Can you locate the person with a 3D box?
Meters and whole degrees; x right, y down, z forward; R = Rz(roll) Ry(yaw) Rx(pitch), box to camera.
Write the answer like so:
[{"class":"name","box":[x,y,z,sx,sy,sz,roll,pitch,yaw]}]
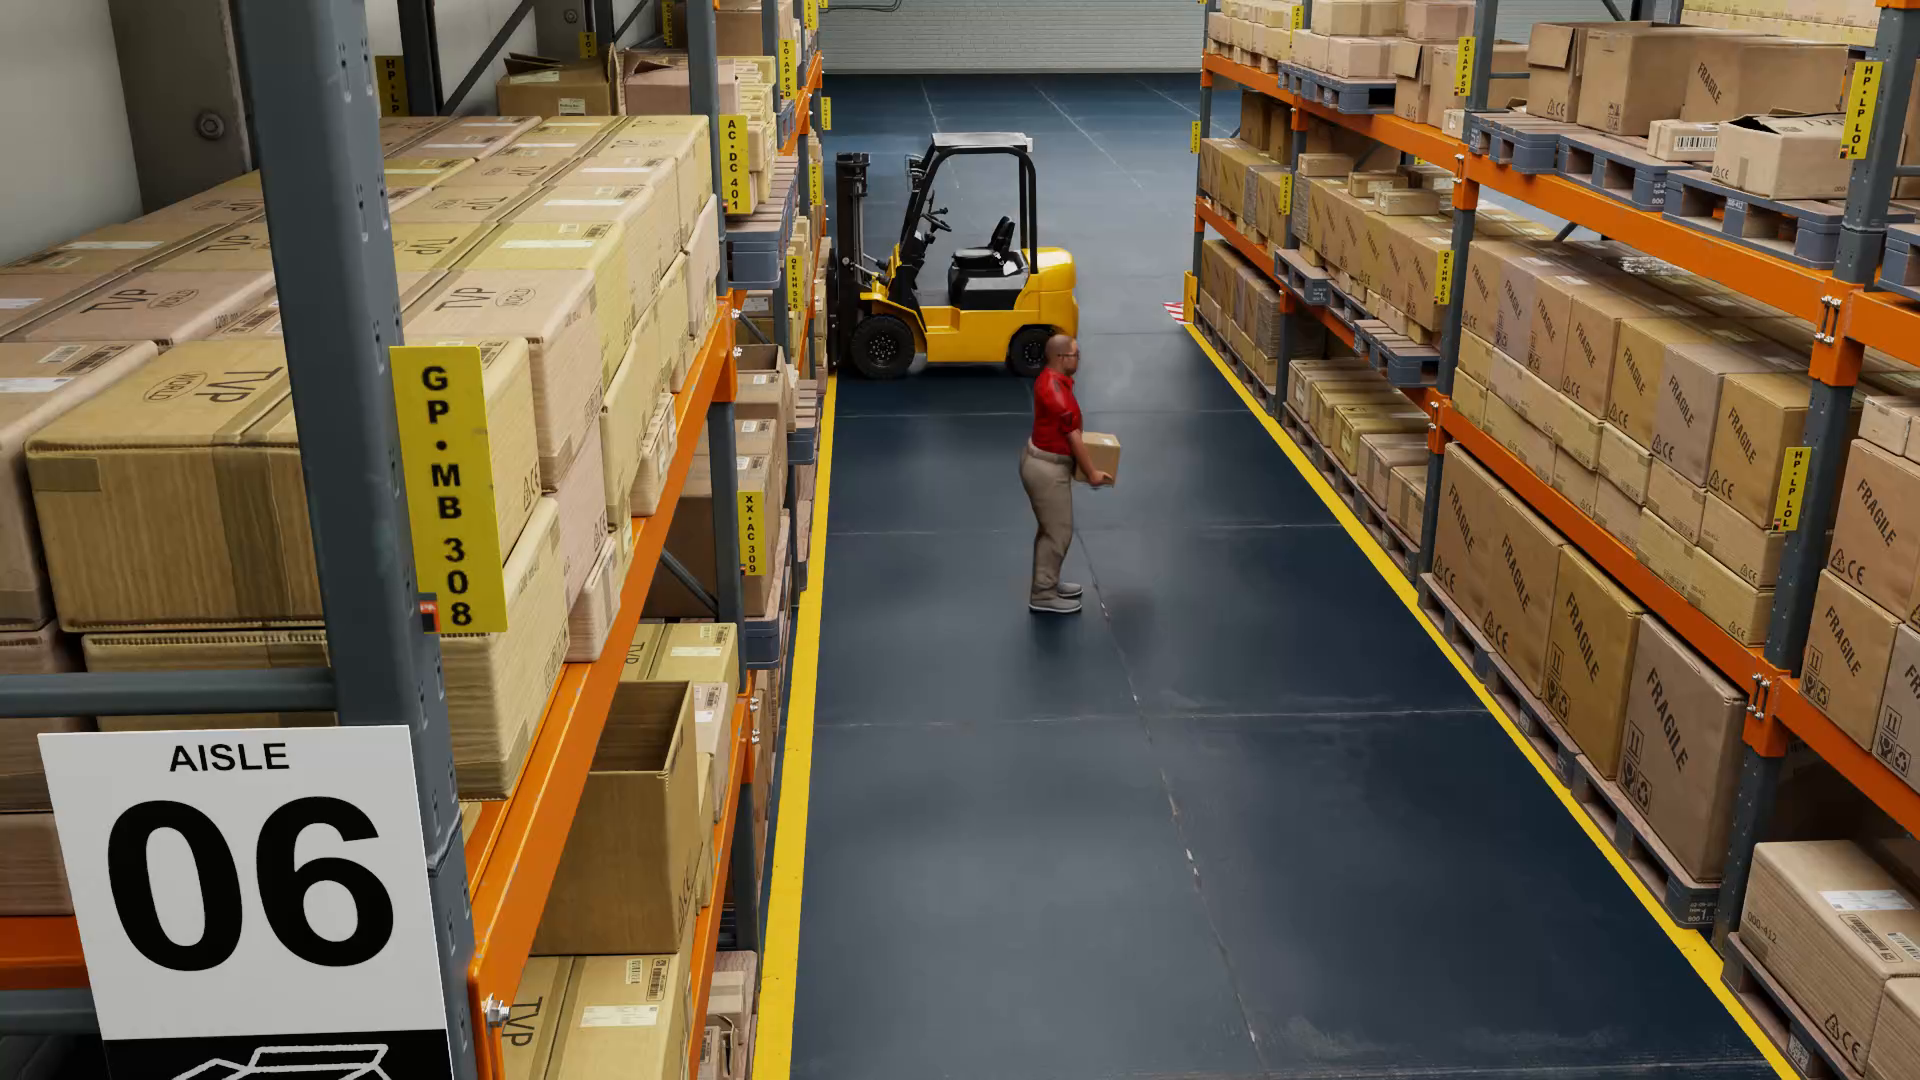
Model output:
[{"class":"person","box":[0.643,-0.378,10.279,0.557,1.630,0.488,-1,20,-4]}]
